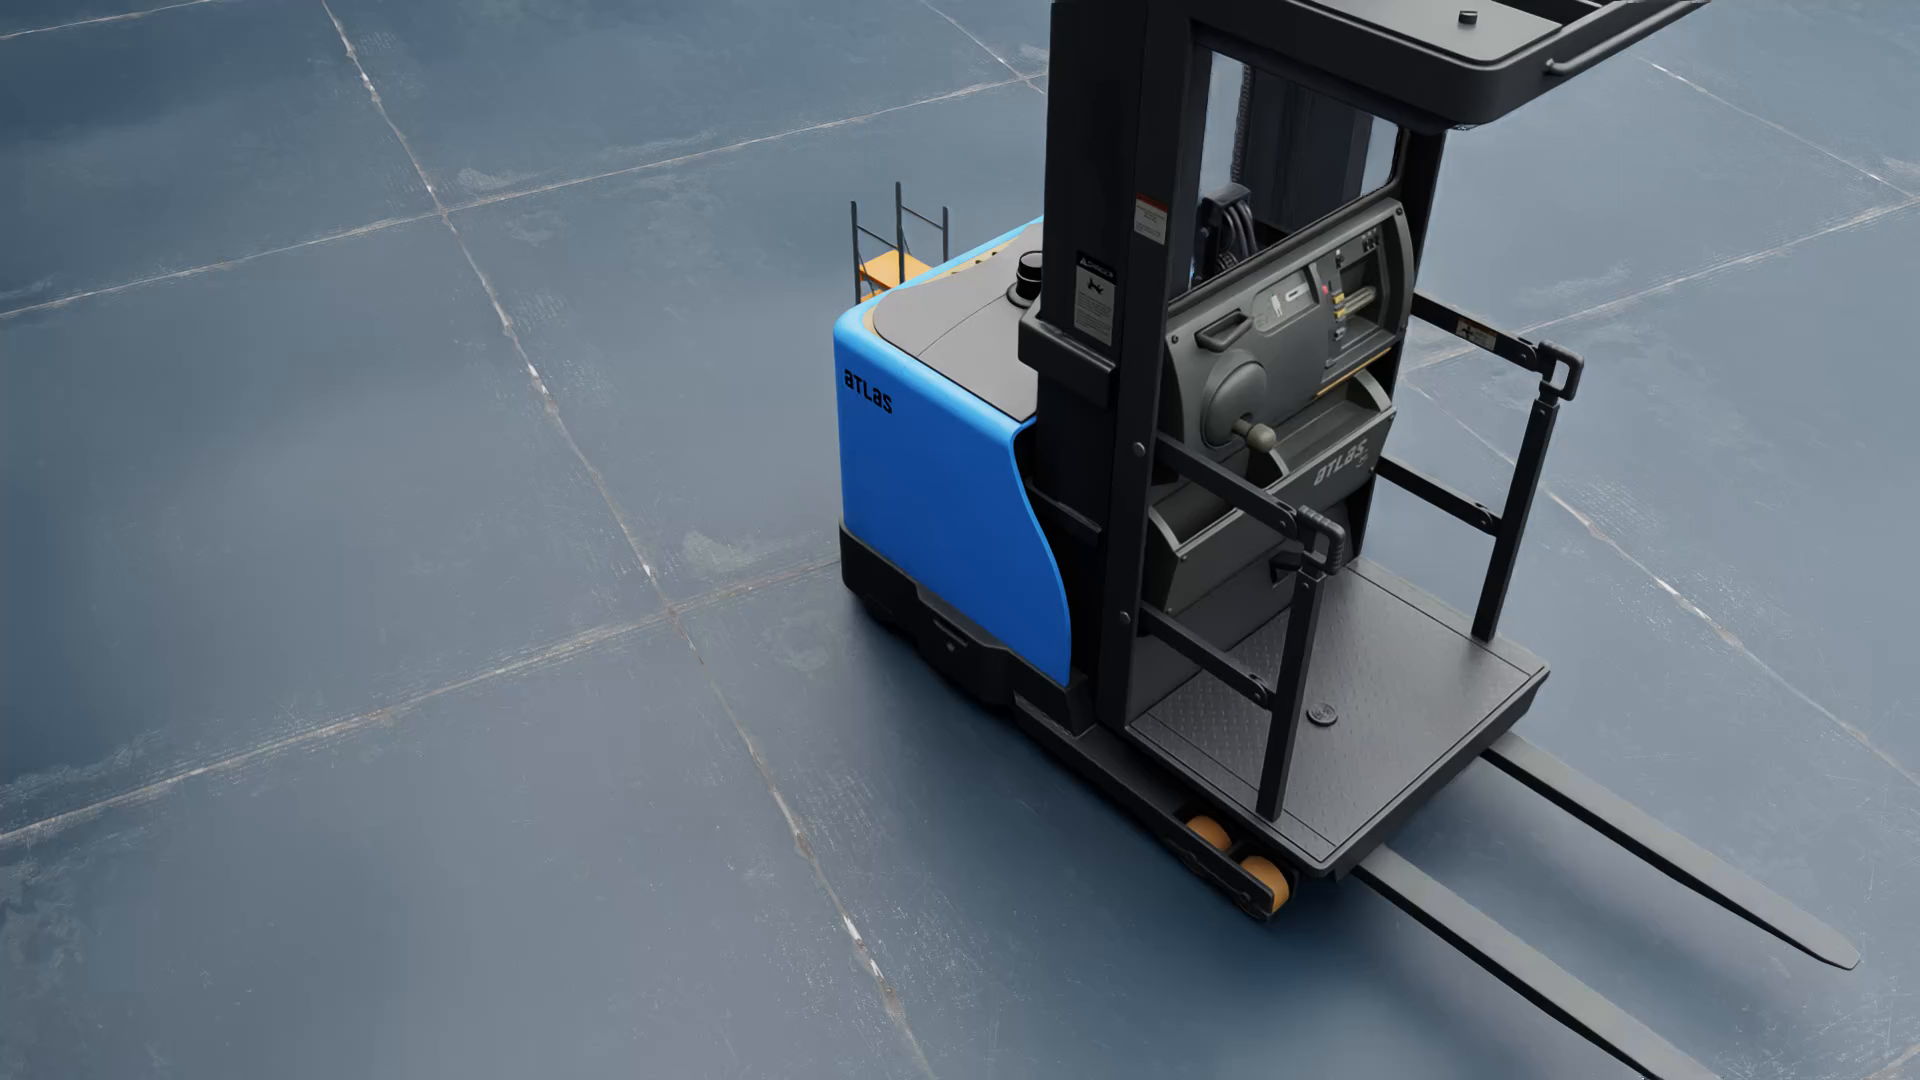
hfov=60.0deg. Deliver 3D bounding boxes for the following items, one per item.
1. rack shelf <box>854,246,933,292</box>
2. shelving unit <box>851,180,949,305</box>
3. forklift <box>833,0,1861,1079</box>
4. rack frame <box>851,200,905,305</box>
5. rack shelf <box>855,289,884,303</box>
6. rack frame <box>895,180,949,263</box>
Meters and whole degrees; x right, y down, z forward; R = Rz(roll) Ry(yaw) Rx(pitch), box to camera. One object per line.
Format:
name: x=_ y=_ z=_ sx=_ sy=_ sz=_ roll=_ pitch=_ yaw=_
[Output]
rack shelf: x=-0.186 y=-0.816 z=5.296 sx=0.180 sy=0.103 sz=0.258 roll=-31 pitch=49 yaw=-31
shelving unit: x=-0.185 y=-0.574 z=5.500 sx=0.189 sy=1.200 sz=0.258 roll=-31 pitch=49 yaw=-31
forklift: x=0.984 y=-0.470 z=4.037 sx=1.130 sy=2.935 sz=3.031 roll=-31 pitch=49 yaw=-31
rack frame: x=-0.252 y=-0.534 z=5.452 sx=0.006 sy=1.200 sz=0.240 roll=-31 pitch=49 yaw=-31
rack shelf: x=-0.186 y=-0.724 z=5.373 sx=0.180 sy=0.103 sz=0.258 roll=-31 pitch=49 yaw=-31
rack frame: x=-0.118 y=-0.615 z=5.547 sx=0.006 sy=1.200 sz=0.240 roll=-31 pitch=49 yaw=-31
